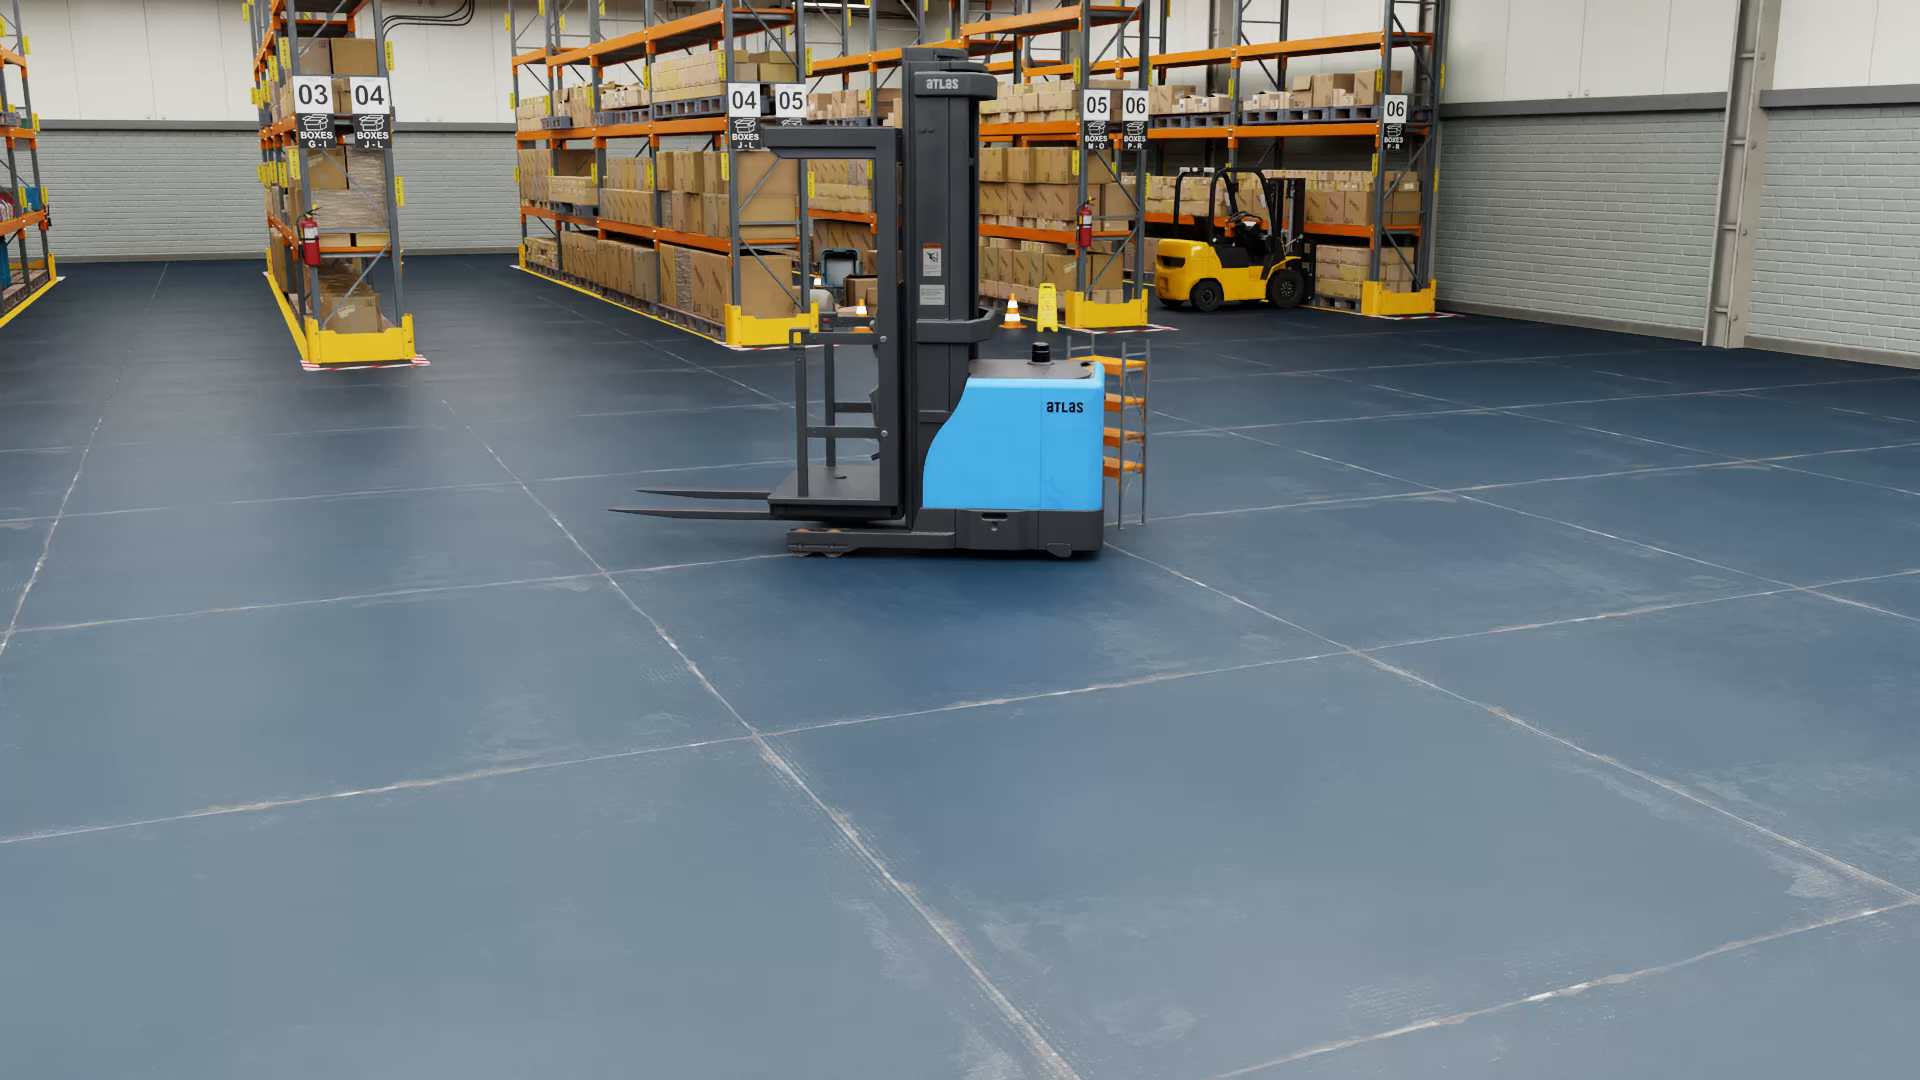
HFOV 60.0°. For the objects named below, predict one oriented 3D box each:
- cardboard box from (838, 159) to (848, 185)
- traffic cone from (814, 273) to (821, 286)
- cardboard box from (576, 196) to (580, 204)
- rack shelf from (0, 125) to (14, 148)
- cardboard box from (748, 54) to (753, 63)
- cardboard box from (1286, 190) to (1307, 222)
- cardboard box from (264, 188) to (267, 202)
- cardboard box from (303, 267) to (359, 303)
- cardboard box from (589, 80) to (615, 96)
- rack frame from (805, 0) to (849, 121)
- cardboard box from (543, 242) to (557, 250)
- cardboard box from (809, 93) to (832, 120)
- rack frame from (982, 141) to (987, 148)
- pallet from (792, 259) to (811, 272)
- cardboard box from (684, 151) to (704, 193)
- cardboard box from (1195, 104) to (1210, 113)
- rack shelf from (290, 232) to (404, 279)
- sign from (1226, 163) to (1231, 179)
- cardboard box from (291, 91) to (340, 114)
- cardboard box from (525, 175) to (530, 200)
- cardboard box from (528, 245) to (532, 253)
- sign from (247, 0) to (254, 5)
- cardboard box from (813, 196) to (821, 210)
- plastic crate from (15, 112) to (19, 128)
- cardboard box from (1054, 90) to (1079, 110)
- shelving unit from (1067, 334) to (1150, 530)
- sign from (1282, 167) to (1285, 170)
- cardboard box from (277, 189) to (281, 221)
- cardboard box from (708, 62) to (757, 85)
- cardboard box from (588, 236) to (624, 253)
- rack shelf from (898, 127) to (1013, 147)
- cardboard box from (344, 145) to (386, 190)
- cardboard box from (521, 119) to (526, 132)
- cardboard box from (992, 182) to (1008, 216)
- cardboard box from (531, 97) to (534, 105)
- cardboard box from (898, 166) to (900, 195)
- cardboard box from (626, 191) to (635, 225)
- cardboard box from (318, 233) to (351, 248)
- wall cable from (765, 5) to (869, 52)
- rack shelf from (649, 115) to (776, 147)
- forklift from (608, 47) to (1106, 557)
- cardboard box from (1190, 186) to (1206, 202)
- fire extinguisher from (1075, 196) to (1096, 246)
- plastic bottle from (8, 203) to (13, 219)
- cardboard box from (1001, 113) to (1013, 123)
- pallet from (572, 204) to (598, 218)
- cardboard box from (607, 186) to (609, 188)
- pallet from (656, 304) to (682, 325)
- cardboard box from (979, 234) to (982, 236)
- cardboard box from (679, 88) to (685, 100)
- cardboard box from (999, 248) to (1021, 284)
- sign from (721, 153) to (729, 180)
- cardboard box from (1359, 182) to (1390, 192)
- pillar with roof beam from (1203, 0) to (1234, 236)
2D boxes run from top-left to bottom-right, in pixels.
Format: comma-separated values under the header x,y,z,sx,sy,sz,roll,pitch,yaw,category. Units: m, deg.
x,y,z,sx,sy,sz,roll,pitch,yaw,category
-1.966,-6.940,31.265,0.500,0.500,0.500,-6,14,-23,cardboard box
-2.323,-4.150,27.274,0.336,0.463,0.334,-6,14,-23,traffic cone
-6.429,-5.892,28.801,0.380,0.149,0.250,-5,14,-22,cardboard box
-15.533,-6.294,25.857,1.077,0.370,4.000,-6,14,-23,rack shelf
-2.549,-6.227,21.608,0.380,0.149,0.250,-5,14,-22,cardboard box
5.583,-5.352,26.622,0.500,0.500,0.500,-6,14,-23,cardboard box
-13.454,-6.819,32.853,0.500,0.250,0.500,-6,14,-24,cardboard box
-9.216,-3.732,24.412,0.700,0.500,0.500,-7,15,-28,cardboard box
-6.009,-7.588,27.931,0.396,0.266,0.258,-6,14,-23,cardboard box
-2.716,-9.862,33.023,1.000,3.000,0.127,-6,14,-23,rack frame
-8.063,-5.835,33.001,0.380,0.149,0.250,-6,14,-26,cardboard box
-2.629,-8.446,32.403,0.500,0.500,0.500,-6,14,-24,cardboard box
0.228,-8.215,39.211,1.000,3.000,0.127,-6,14,-23,rack frame
-2.949,-5.745,34.724,1.003,0.211,1.213,-6,14,-23,pallet
-3.253,-5.002,22.604,0.875,0.550,0.500,-6,14,-23,cardboard box
4.316,-7.528,28.994,0.380,0.149,0.250,-6,14,-23,cardboard box
-7.790,-3.628,20.987,1.077,0.370,4.000,-6,14,-23,rack shelf
4.542,-6.210,28.157,0.100,0.325,0.005,-6,14,-23,sign
-7.415,-5.030,19.130,0.500,0.250,0.500,-5,14,-22,cardboard box
-8.649,-7.265,34.227,0.500,0.500,0.500,-6,14,-23,cardboard box
-8.781,-6.065,34.655,0.380,0.149,0.250,-6,14,-23,cardboard box
-12.314,-9.454,28.838,0.100,0.325,0.005,-6,14,-23,sign
-2.573,-6.645,32.760,0.500,0.250,0.500,-6,14,-24,cardboard box
-16.581,-7.276,28.792,0.497,0.269,0.590,-6,14,-23,plastic crate
1.639,-6.075,22.985,0.500,0.250,0.500,-6,14,-24,cardboard box
0.946,-0.707,10.764,0.258,1.200,0.503,-11,17,-40,shelving unit
5.543,-6.246,28.610,0.100,0.325,0.005,-6,14,-23,sign
-10.813,-5.450,27.042,0.500,0.500,0.500,-6,14,-23,cardboard box
-2.856,-5.854,20.880,0.500,0.250,0.500,-5,14,-22,cardboard box
-6.123,-5.115,28.765,0.500,0.250,0.500,-6,14,-24,cardboard box
-0.312,-6.810,28.087,1.077,0.370,4.000,-6,14,-23,rack shelf
-6.960,-4.384,19.560,0.500,0.500,0.500,-6,14,-23,cardboard box
-8.661,-8.461,33.955,0.500,0.250,0.500,-5,14,-21,cardboard box
0.821,-5.157,25.120,0.500,0.500,0.500,-6,14,-23,cardboard box
-8.249,-8.653,32.790,0.380,0.149,0.250,-6,14,-24,cardboard box
-0.930,-6.290,29.083,0.500,0.500,0.500,-5,14,-20,cardboard box
-4.865,-5.160,25.789,0.500,0.500,0.500,-5,14,-22,cardboard box
-7.293,-3.483,19.323,0.380,0.149,0.250,-6,14,-23,cardboard box
-3.597,-12.168,42.902,2.988,3.039,0.133,-6,14,-23,wall cable
-3.205,-5.516,22.494,1.077,0.370,4.000,-6,14,-23,rack shelf
-0.623,-1.441,10.096,3.031,2.935,1.130,1,13,5,forklift
4.392,-6.090,29.254,0.500,0.250,0.500,-6,14,-24,cardboard box
1.715,-4.357,22.714,0.296,0.674,0.183,-6,14,-23,fire extinguisher
-15.880,-5.484,27.688,0.152,0.276,0.135,-6,14,-23,plastic bottle
0.825,-6.265,24.690,0.380,0.149,0.250,-6,14,-24,cardboard box
-5.992,-5.689,28.723,1.213,0.211,1.003,-6,14,-23,pallet
-6.039,-6.204,29.490,0.380,0.149,0.250,-6,14,-23,cardboard box
-3.773,-3.296,24.142,1.003,0.211,1.213,-6,14,-23,pallet
0.693,-6.886,38.084,0.700,0.500,0.500,-5,14,-21,cardboard box
-3.563,-5.991,22.353,0.380,0.149,0.250,-5,14,-22,cardboard box
0.909,-4.154,25.168,0.500,0.500,0.500,-5,14,-20,cardboard box
-2.907,-4.625,20.609,0.100,0.325,0.005,-6,14,-23,sign
6.242,-5.320,25.044,0.380,0.149,0.250,-5,14,-22,cardboard box
0.836,-8.908,28.901,9.100,9.000,0.400,-6,14,-23,pillar with roof beam
